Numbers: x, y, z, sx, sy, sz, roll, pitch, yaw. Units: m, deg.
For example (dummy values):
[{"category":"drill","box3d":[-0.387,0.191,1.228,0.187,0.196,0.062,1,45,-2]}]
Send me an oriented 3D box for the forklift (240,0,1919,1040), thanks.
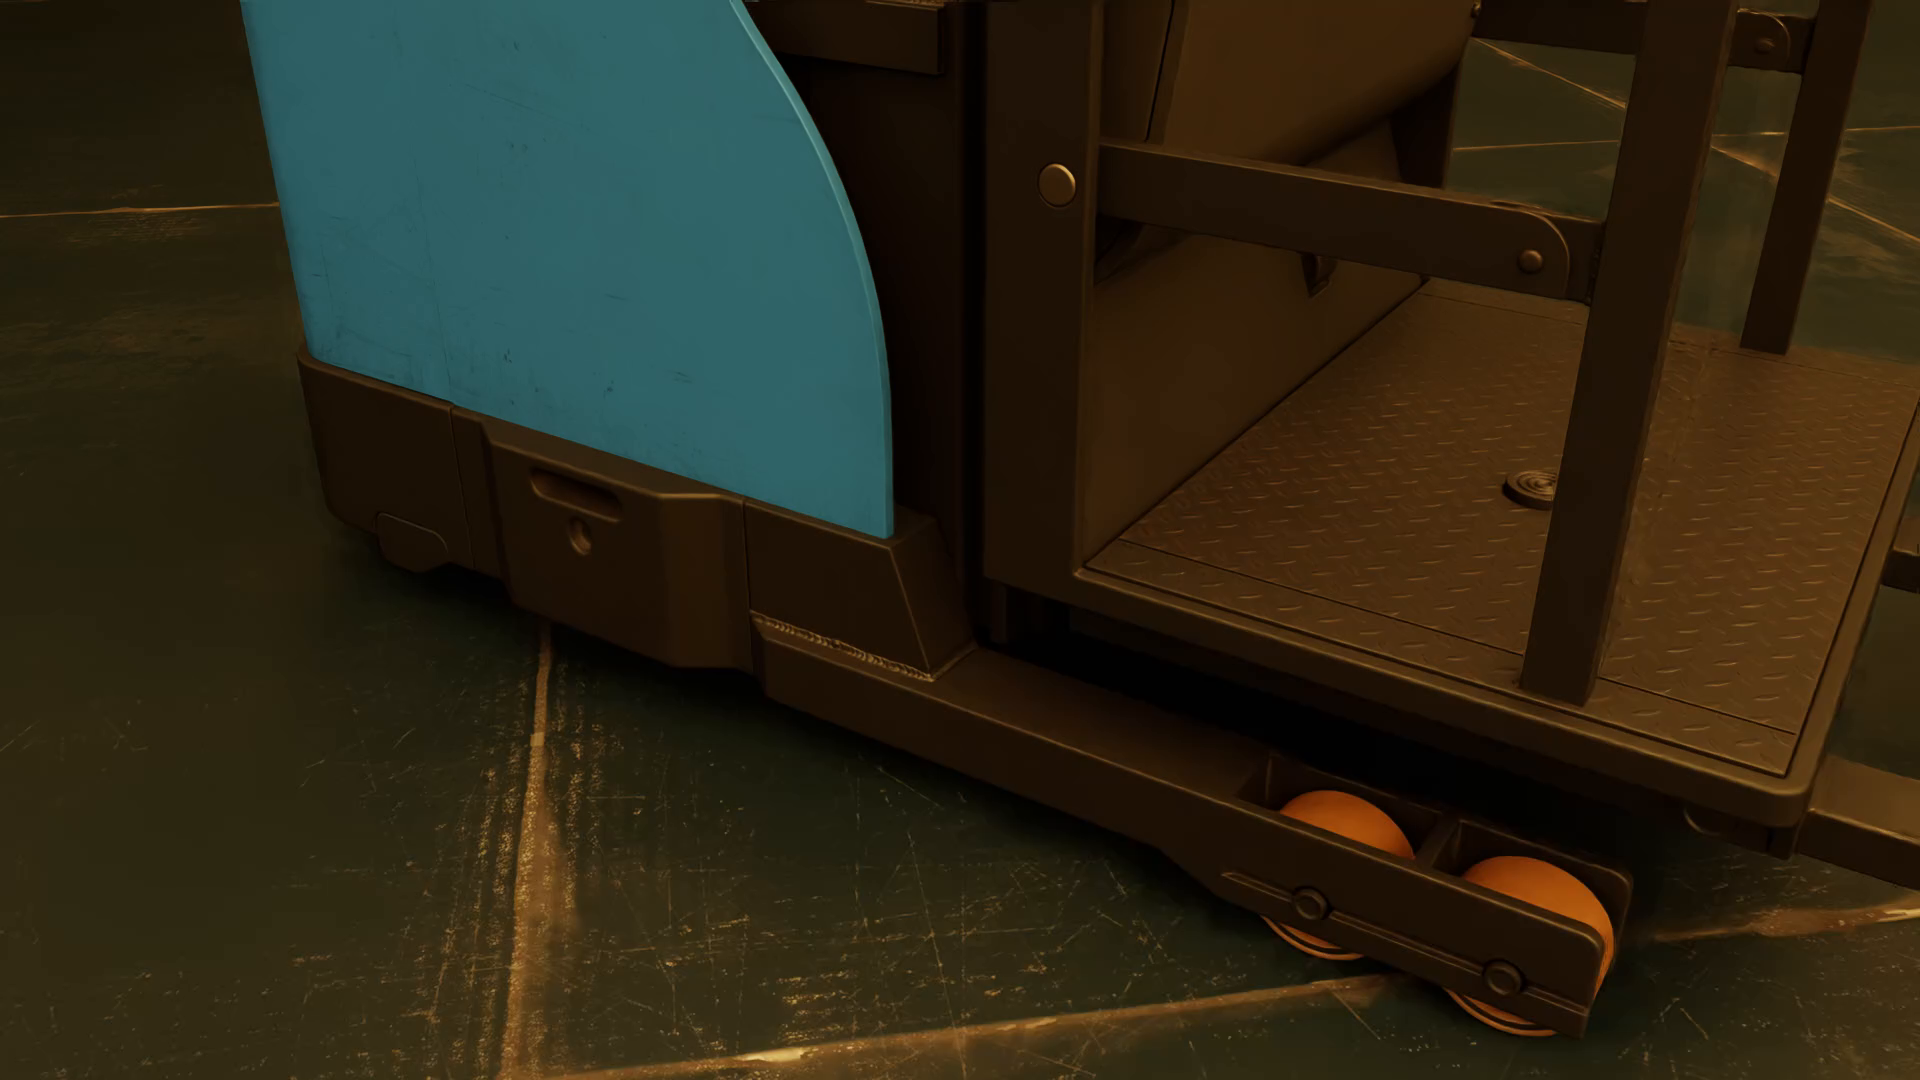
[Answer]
[{"category":"forklift","box3d":[0.577,-1.104,1.453,3.031,2.935,1.130,17,32,29]}]
